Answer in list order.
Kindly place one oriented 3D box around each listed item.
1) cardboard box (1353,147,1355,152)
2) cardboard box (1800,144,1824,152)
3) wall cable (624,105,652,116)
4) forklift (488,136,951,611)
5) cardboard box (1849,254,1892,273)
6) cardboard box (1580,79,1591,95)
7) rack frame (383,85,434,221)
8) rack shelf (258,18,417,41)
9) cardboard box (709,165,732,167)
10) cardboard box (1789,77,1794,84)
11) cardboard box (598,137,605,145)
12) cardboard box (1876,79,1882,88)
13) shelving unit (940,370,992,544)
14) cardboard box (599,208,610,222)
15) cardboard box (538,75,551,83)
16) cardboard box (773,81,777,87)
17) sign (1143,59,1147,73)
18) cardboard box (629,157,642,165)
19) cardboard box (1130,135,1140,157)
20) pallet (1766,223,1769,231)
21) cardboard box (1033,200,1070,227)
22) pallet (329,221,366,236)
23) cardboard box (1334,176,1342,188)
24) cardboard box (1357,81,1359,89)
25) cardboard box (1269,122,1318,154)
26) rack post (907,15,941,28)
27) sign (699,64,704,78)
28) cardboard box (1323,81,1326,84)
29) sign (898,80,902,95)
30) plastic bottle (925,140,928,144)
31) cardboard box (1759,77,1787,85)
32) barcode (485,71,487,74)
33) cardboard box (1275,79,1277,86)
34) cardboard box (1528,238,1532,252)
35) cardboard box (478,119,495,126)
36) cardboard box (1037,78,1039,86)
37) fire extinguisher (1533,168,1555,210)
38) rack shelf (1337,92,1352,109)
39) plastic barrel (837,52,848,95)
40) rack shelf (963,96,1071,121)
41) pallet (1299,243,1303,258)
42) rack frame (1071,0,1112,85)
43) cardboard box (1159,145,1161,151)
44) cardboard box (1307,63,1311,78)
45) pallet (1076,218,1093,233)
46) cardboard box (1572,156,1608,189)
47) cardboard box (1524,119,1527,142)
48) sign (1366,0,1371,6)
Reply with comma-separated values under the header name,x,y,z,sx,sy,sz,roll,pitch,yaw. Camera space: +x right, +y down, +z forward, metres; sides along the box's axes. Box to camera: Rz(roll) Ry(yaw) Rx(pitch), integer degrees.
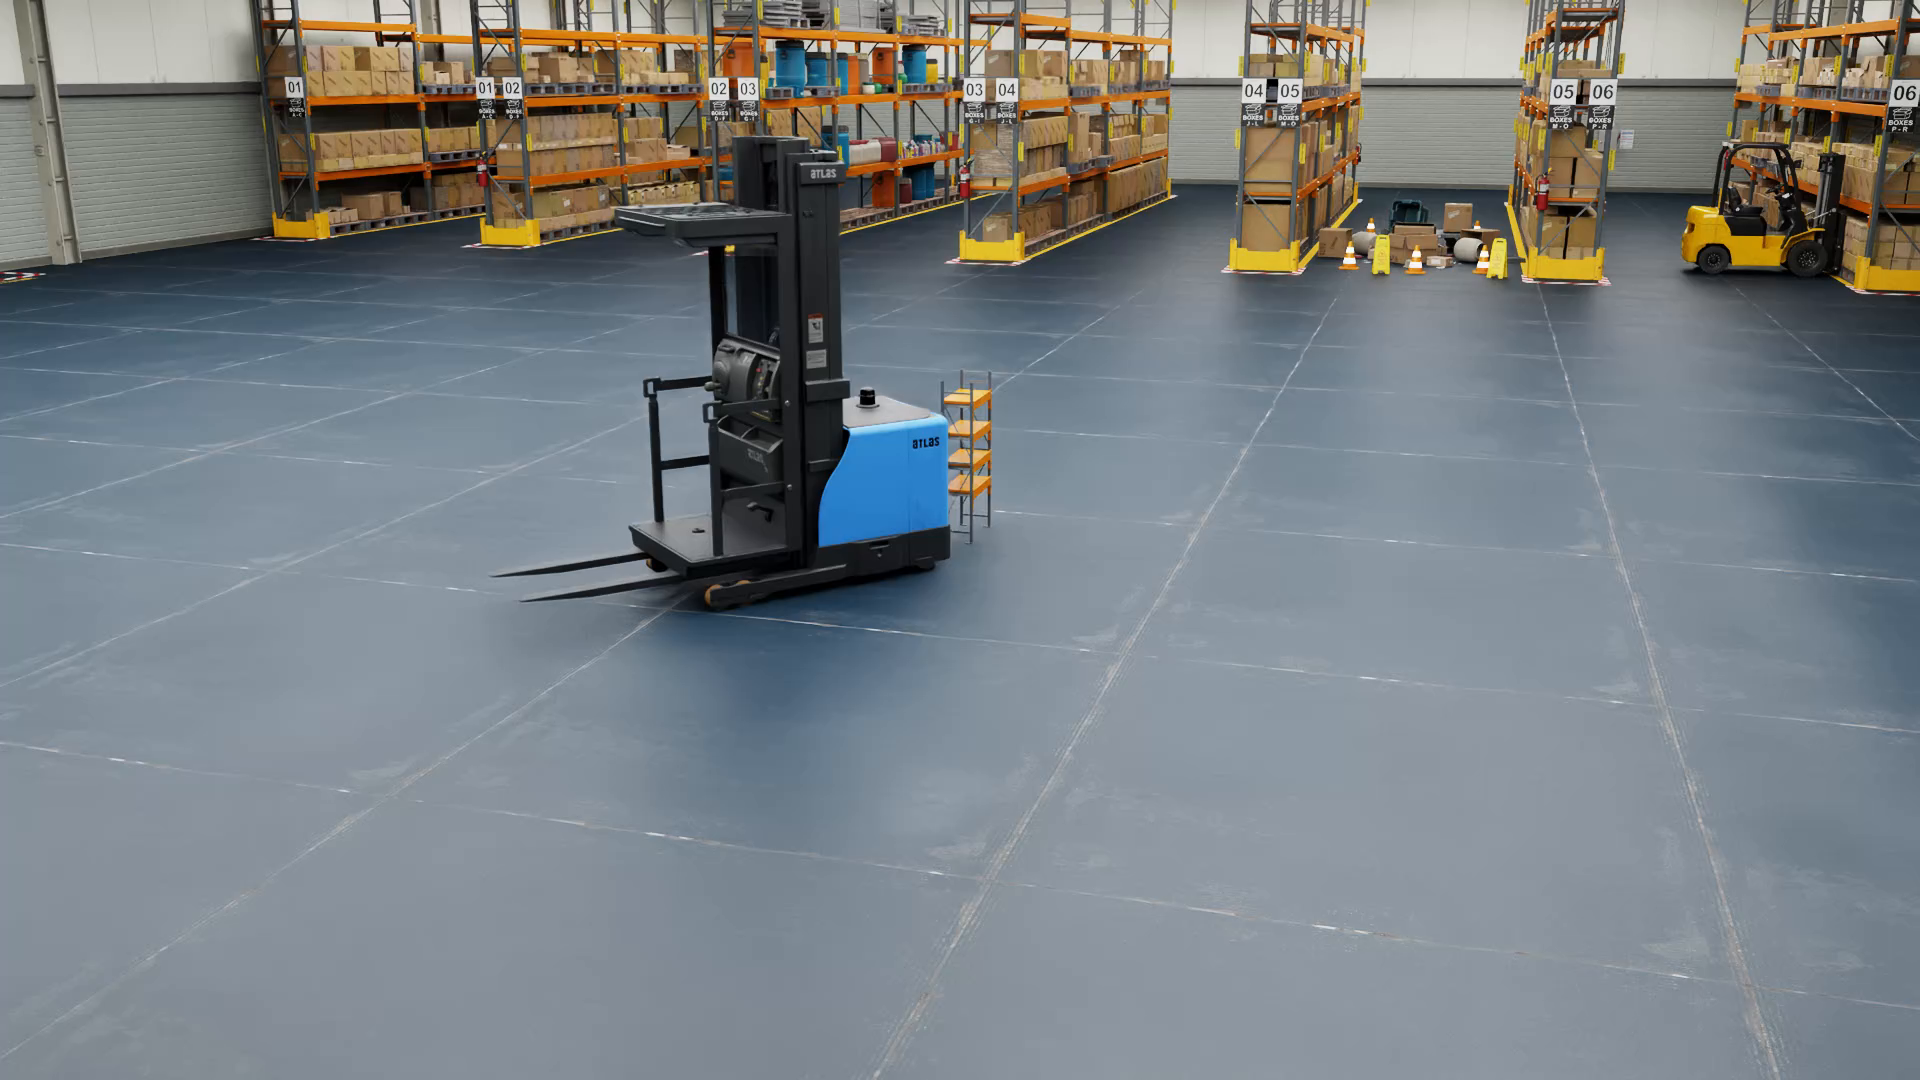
name,x,y,z,sx,sy,sz,roll,pitch,yaw
cardboard box,10.016,-10.120,42.972,0.380,0.149,0.250,5,16,16
cardboard box,16.541,-7.605,32.273,0.380,0.149,0.250,5,17,16
wall cable,-9.679,-12.809,50.129,0.084,1.984,1.851,5,16,16
forklift,-1.588,-1.118,10.901,3.031,2.935,1.130,-10,19,-31
cardboard box,14.656,-4.448,26.782,0.500,0.250,0.500,5,17,16
cardboard box,10.464,-7.430,27.259,0.500,0.250,0.500,4,16,15
rack frame,-12.547,-8.772,37.760,1.000,3.000,0.127,5,16,16
rack shelf,-13.115,-10.787,35.195,1.077,0.370,4.000,5,16,16
cardboard box,-6.178,-9.483,42.665,0.500,0.250,0.500,5,16,16
cardboard box,17.189,-9.390,33.983,0.380,0.149,0.250,5,16,16
cardboard box,-7.812,-8.528,35.527,0.380,0.149,0.250,4,16,14
cardboard box,14.770,-7.234,26.346,0.380,0.149,0.250,4,16,14
shelving unit,0.047,-0.621,12.318,0.258,1.200,0.503,5,16,16
cardboard box,-7.870,-7.000,35.781,0.500,0.250,0.500,5,16,16
cardboard box,-8.429,-9.228,33.305,0.380,0.149,0.250,5,16,16
cardboard box,-5.147,-11.961,43.780,0.500,0.250,0.500,5,16,16
sign,4.497,-11.516,40.414,0.100,0.325,0.005,5,16,16
cardboard box,-7.348,-8.484,37.204,0.380,0.149,0.250,5,16,16
cardboard box,4.103,-9.617,40.556,0.500,0.500,0.500,5,16,16
pallet,17.696,-6.683,35.504,1.003,0.211,1.213,5,16,16
cardboard box,1.896,-6.788,34.538,0.700,0.500,0.500,3,16,12
pallet,-13.397,-6.614,35.260,1.003,0.211,1.213,5,16,16
cardboard box,8.573,-8.314,38.582,0.500,0.250,0.500,5,17,19
cardboard box,9.670,-11.317,41.509,0.500,0.250,0.500,5,17,18
cardboard box,6.245,-7.554,31.210,0.875,0.550,0.550,5,16,16
rack post,-1.044,-12.729,40.853,0.937,0.300,0.954,4,16,15
sign,-6.130,-11.120,39.448,0.100,0.325,0.005,5,16,16
cardboard box,7.075,-9.128,33.023,0.380,0.149,0.250,5,16,16
sign,-1.382,-10.402,38.202,0.100,0.325,0.005,5,16,16
plastic bottle,-0.860,-9.818,41.539,0.144,0.351,0.185,5,16,16
cardboard box,18.133,-10.220,37.097,0.500,0.250,0.500,5,16,16
barcode,-9.310,-9.181,32.641,0.001,0.075,0.075,5,16,16
cardboard box,5.494,-8.247,29.918,0.380,0.149,0.250,5,17,17
cardboard box,10.335,-5.189,29.395,0.500,0.250,0.500,4,16,14
cardboard box,-11.556,-10.213,40.660,0.380,0.149,0.250,2,16,7
cardboard box,1.266,-8.528,30.945,0.380,0.149,0.250,4,16,13
fire extinguisher,9.591,-5.773,27.329,0.296,0.674,0.183,5,16,16
rack shelf,8.133,-9.875,37.471,1.077,0.370,4.000,5,16,16
plastic barrel,-2.740,-10.180,36.308,0.600,0.901,0.708,5,16,16
rack shelf,1.132,-8.194,31.541,1.077,0.370,4.000,5,16,16
pallet,5.792,-5.354,30.819,1.003,0.211,1.213,5,16,16
rack frame,2.837,-11.552,36.568,1.000,3.000,0.127,5,16,16
cardboard box,5.037,-10.252,43.439,0.380,0.149,0.250,4,16,15
cardboard box,5.817,-8.166,28.901,0.500,0.250,0.500,4,16,15
pallet,2.265,-6.802,35.925,1.003,0.211,1.213,5,16,16
cardboard box,10.466,-6.098,27.605,0.500,0.500,0.500,4,16,15
cardboard box,12.671,-8.979,36.472,0.500,0.500,0.500,4,16,15
sign,10.364,-13.712,42.178,0.100,0.325,0.005,5,16,16
